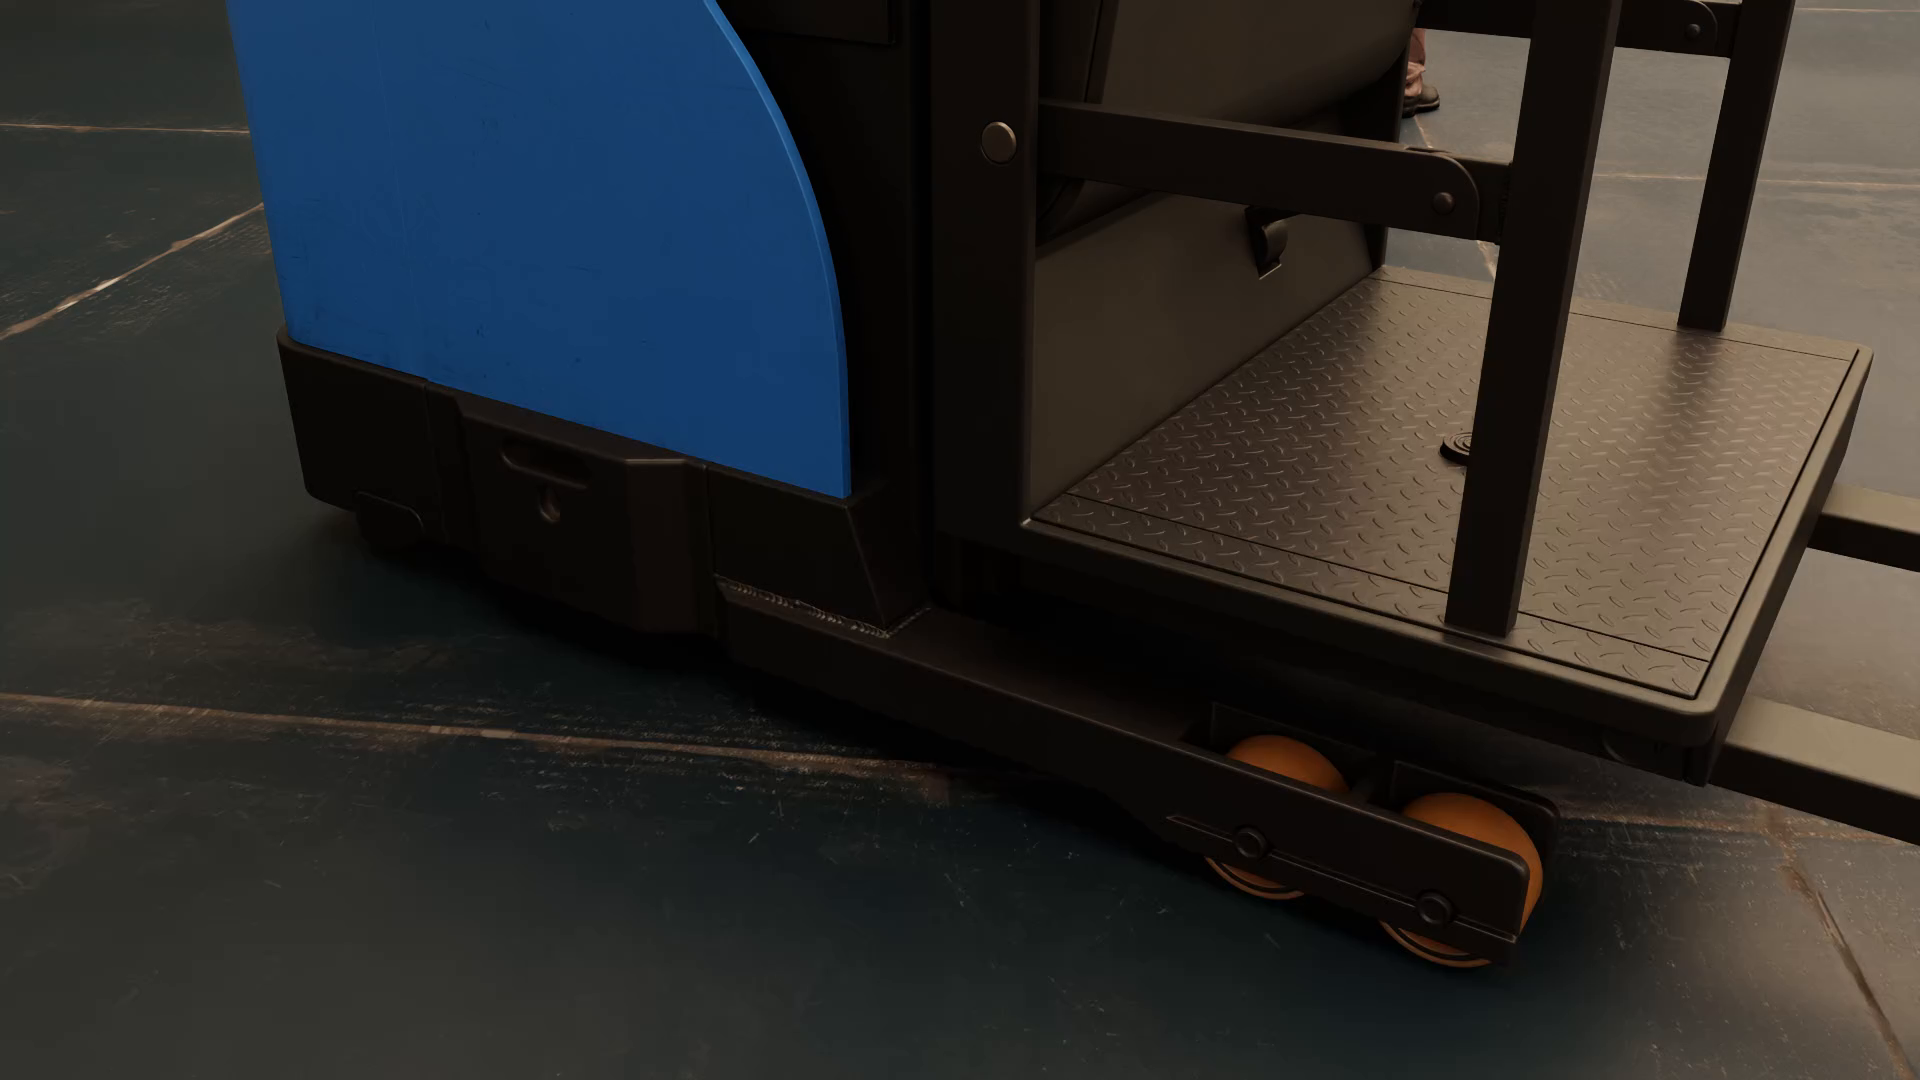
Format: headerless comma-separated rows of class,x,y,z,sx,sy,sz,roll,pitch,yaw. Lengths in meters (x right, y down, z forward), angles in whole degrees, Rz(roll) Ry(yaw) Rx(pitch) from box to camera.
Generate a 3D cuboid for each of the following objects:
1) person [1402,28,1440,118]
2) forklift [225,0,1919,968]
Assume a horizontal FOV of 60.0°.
person,1.198,-2.122,4.827,0.580,1.721,0.415,11,29,21
forklift,0.525,-1.160,1.542,3.031,2.935,1.130,16,31,29
